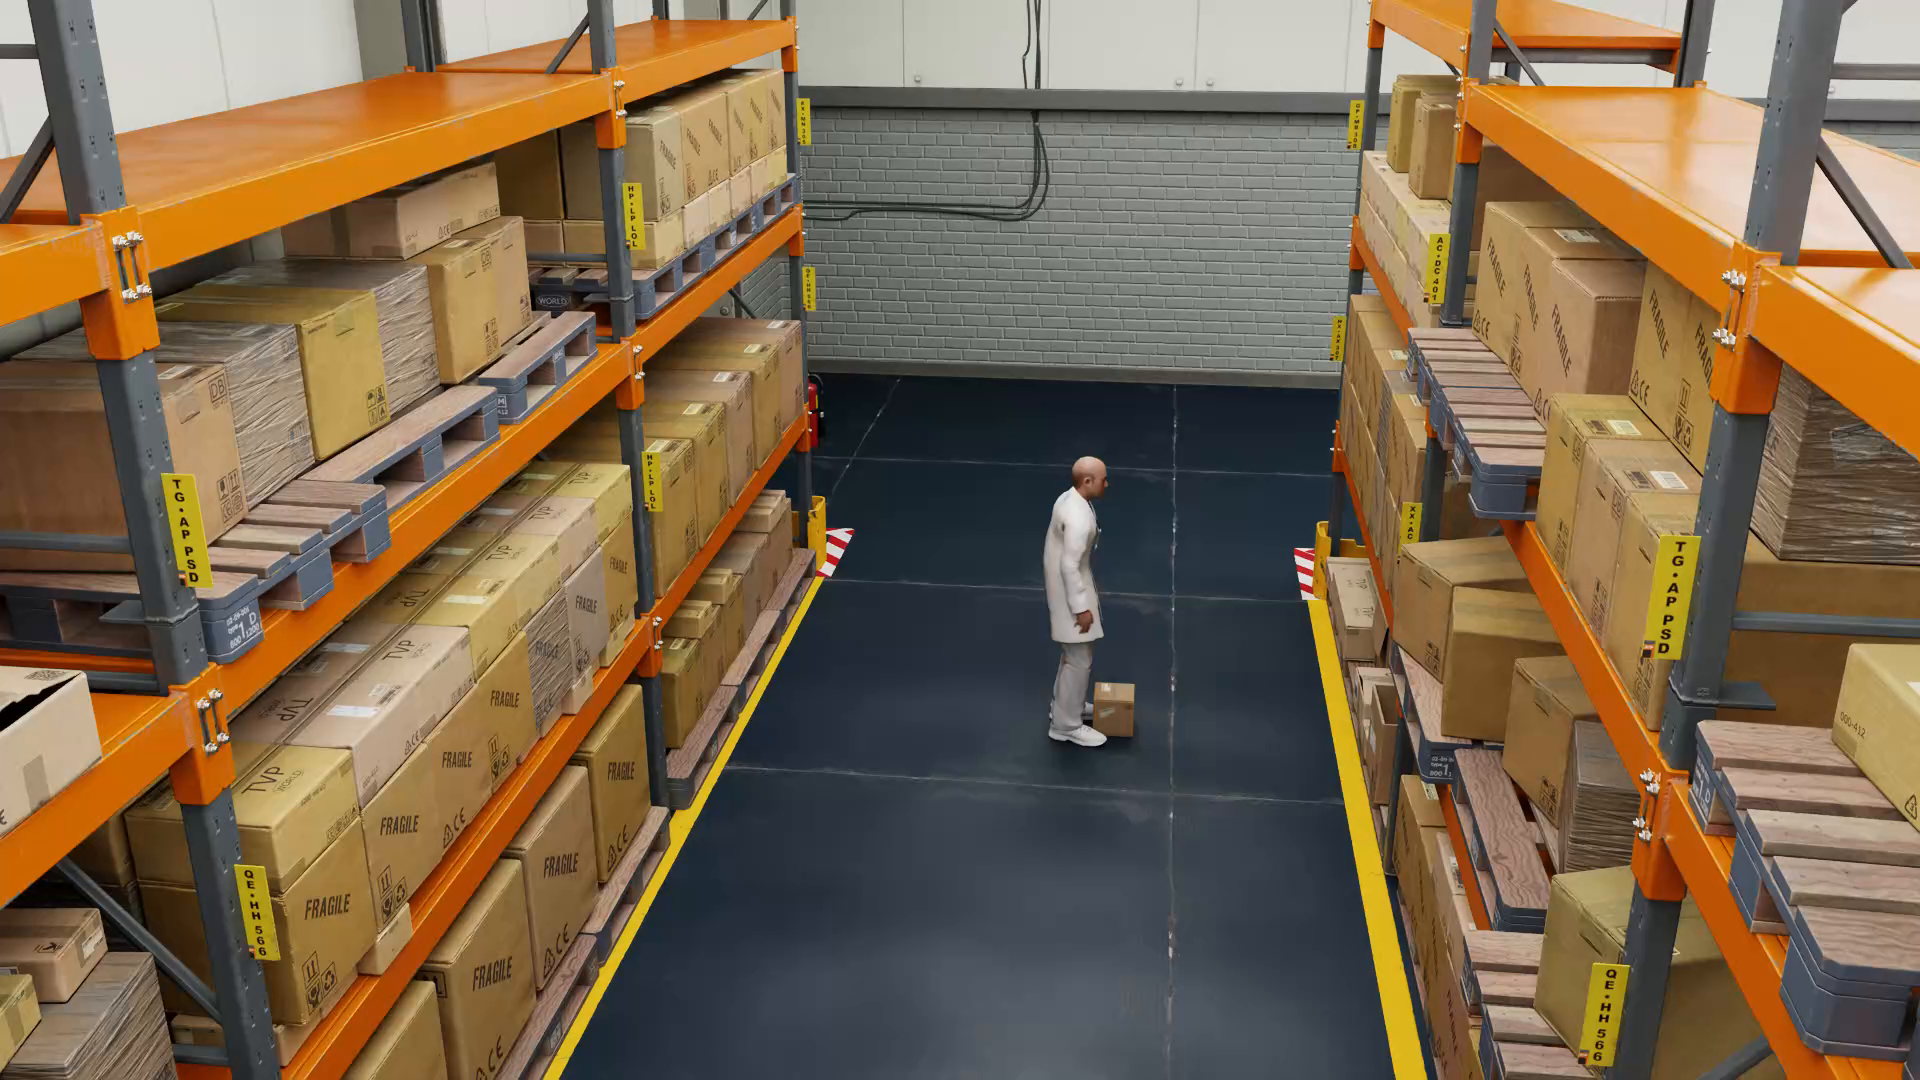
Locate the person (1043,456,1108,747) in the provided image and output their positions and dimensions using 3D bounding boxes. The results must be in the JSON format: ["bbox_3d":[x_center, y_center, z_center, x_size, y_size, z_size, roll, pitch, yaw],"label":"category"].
[{"bbox_3d":[0.721,0.342,10.206,0.429,1.772,0.649,1,21,3],"label":"person"}]
